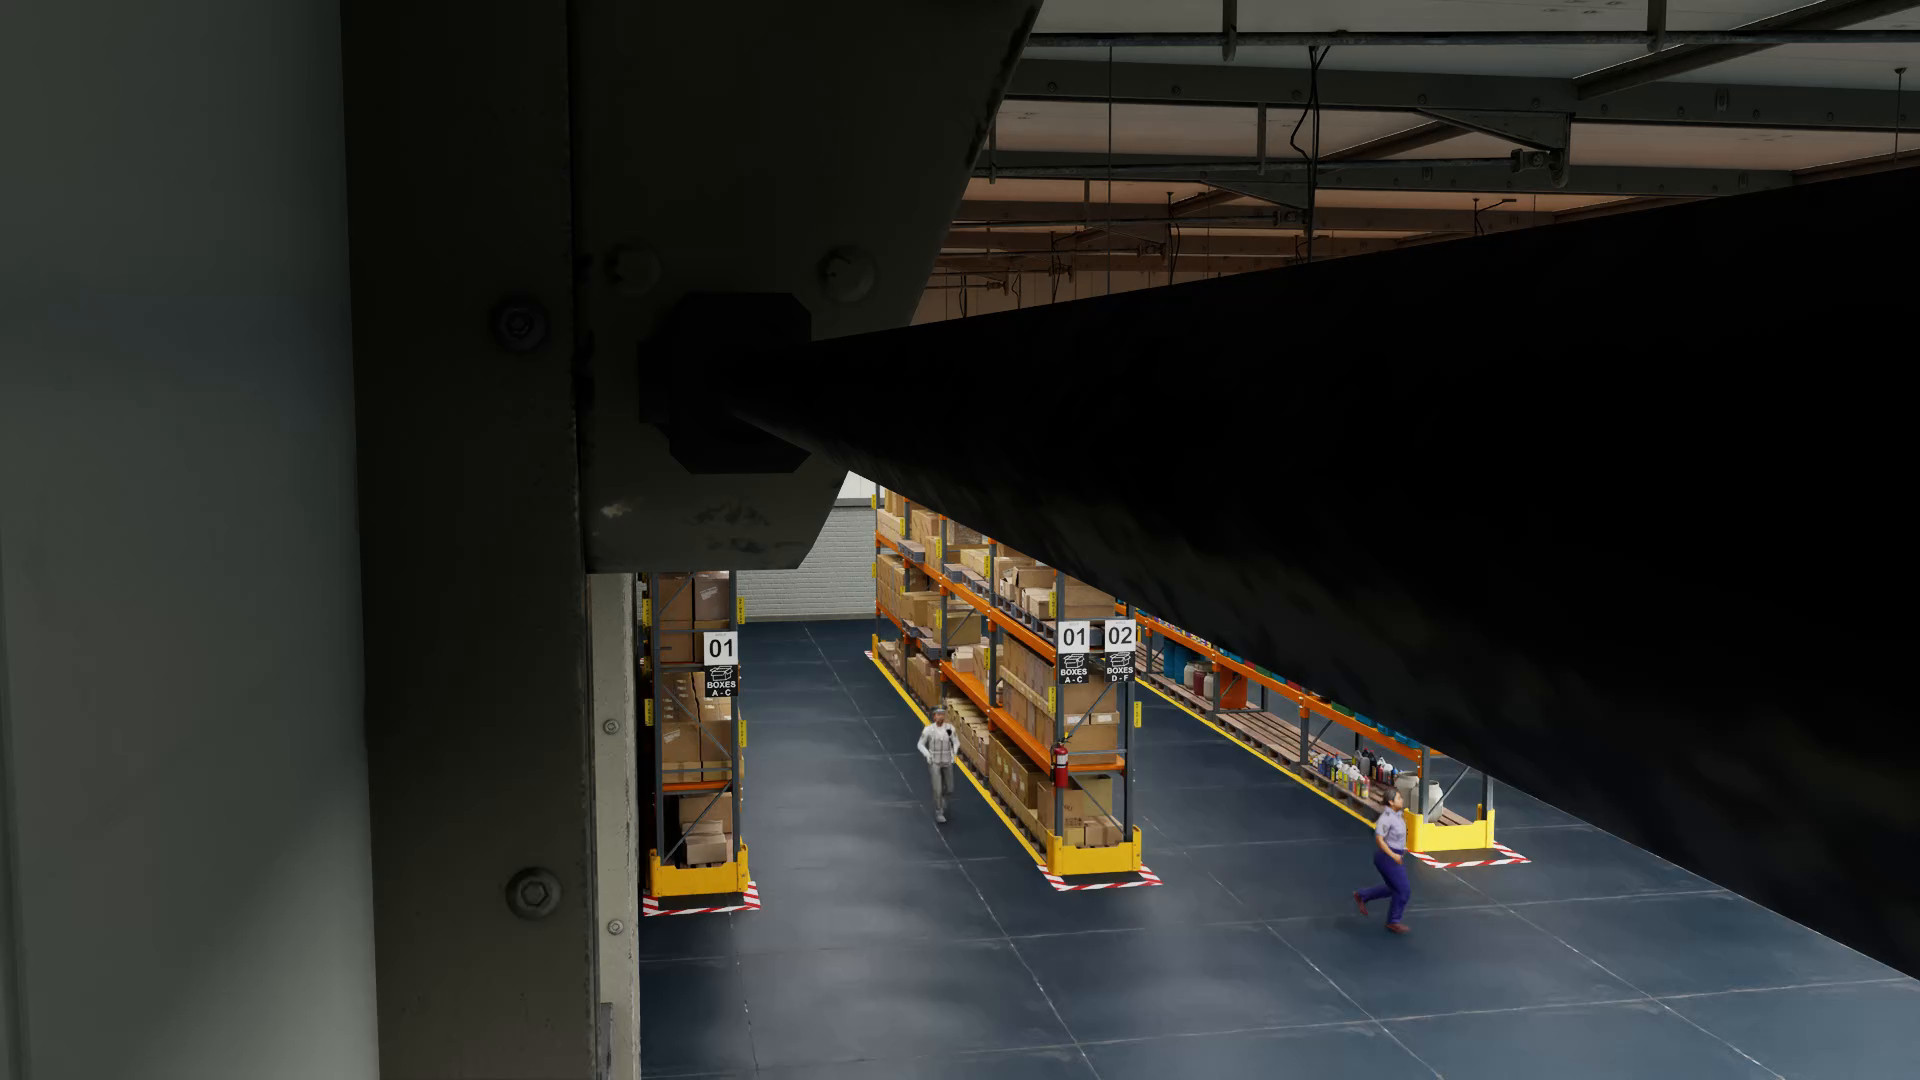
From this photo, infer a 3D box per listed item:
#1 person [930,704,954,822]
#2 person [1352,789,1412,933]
[{"bbox_3d":[-0.266,3.109,23.401,0.342,1.647,0.563,-1,6,-12],"label":"person"},{"bbox_3d":[4.805,3.610,18.848,0.653,1.619,0.627,2,6,18],"label":"person"}]
